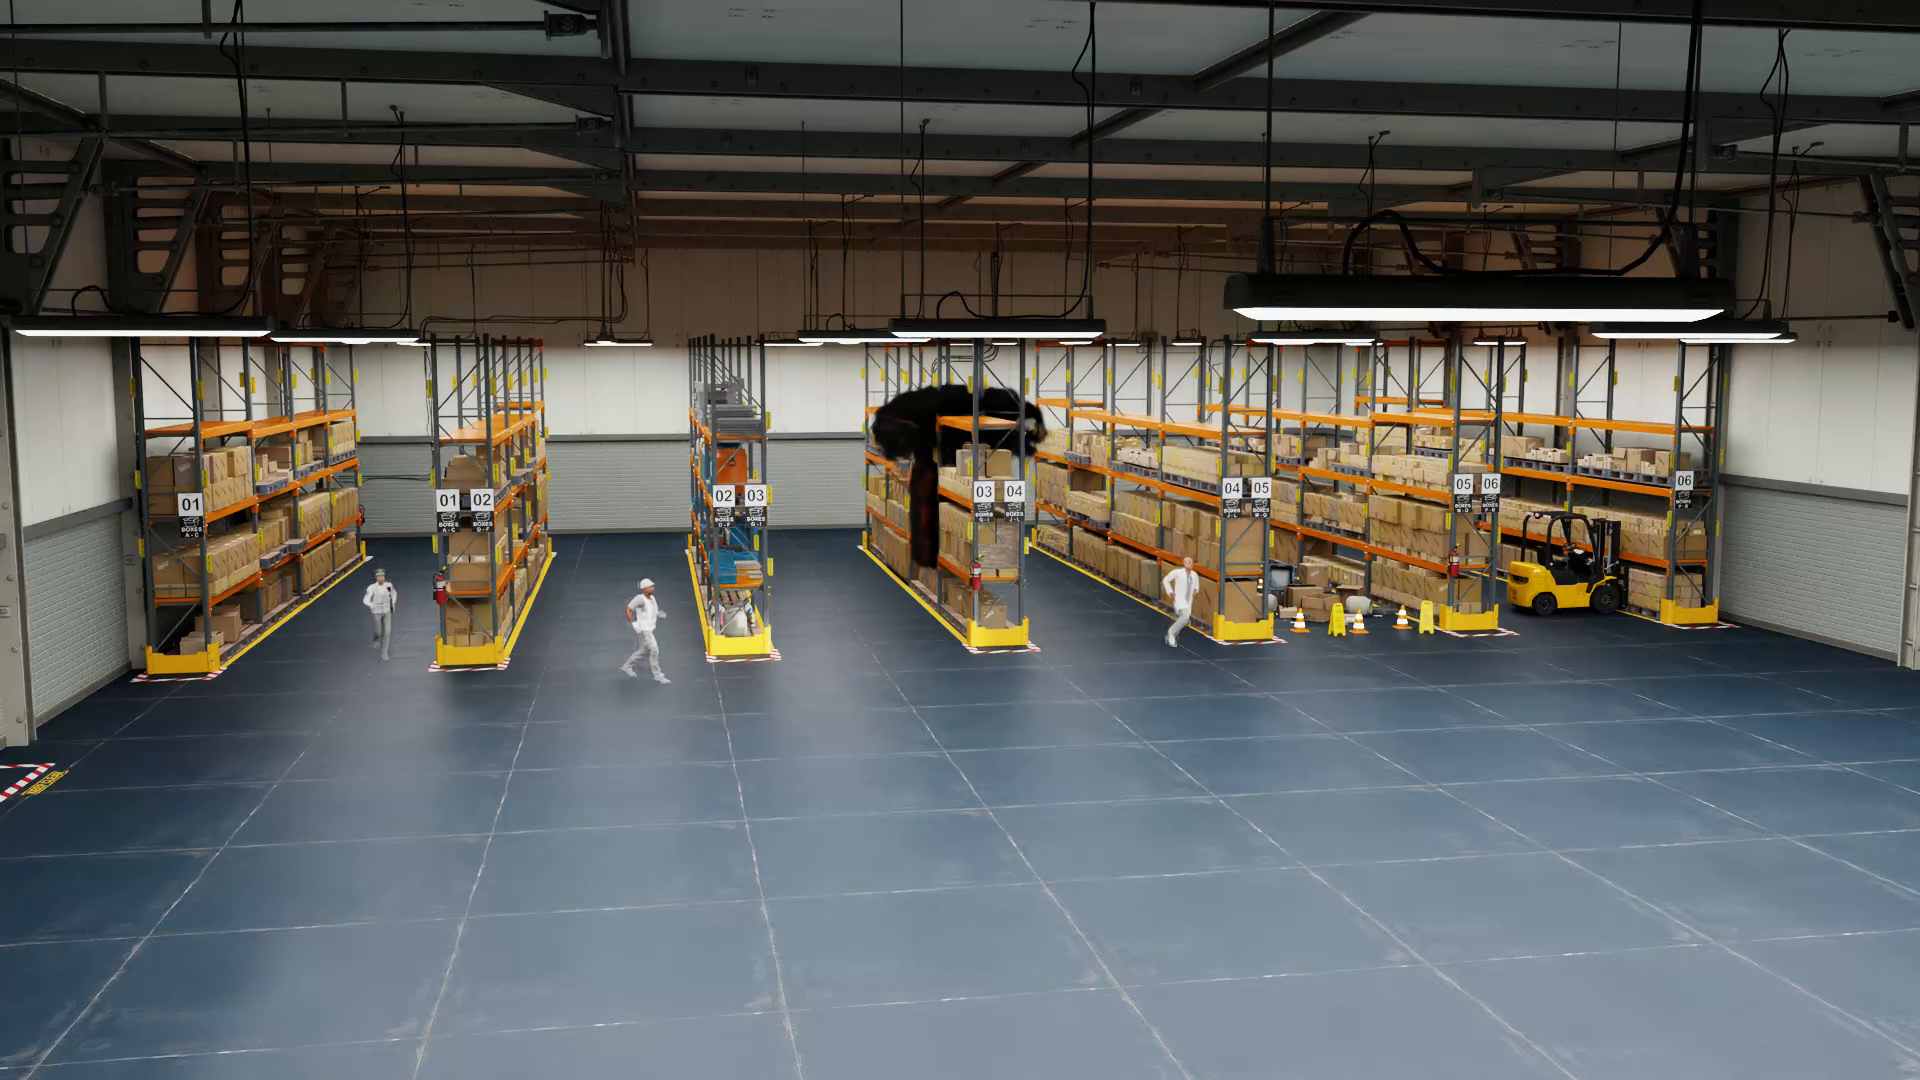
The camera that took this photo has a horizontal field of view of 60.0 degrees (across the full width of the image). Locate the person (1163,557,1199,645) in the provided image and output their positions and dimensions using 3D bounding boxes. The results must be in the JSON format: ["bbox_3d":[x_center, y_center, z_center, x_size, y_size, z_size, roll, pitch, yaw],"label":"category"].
[{"bbox_3d":[4.342,1.186,32.181,0.724,1.700,0.634,-4,8,-32],"label":"person"}]

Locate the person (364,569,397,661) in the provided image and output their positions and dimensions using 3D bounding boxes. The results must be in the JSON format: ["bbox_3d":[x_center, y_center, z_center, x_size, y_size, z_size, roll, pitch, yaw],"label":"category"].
[{"bbox_3d":[-10.780,1.372,30.988,0.624,1.706,0.817,-4,7,-29],"label":"person"}]

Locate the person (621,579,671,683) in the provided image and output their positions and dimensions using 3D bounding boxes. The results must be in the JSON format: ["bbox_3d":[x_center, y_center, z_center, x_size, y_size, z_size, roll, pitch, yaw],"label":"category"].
[{"bbox_3d":[-5.421,1.552,28.635,0.949,1.784,0.695,1,7,10],"label":"person"}]
